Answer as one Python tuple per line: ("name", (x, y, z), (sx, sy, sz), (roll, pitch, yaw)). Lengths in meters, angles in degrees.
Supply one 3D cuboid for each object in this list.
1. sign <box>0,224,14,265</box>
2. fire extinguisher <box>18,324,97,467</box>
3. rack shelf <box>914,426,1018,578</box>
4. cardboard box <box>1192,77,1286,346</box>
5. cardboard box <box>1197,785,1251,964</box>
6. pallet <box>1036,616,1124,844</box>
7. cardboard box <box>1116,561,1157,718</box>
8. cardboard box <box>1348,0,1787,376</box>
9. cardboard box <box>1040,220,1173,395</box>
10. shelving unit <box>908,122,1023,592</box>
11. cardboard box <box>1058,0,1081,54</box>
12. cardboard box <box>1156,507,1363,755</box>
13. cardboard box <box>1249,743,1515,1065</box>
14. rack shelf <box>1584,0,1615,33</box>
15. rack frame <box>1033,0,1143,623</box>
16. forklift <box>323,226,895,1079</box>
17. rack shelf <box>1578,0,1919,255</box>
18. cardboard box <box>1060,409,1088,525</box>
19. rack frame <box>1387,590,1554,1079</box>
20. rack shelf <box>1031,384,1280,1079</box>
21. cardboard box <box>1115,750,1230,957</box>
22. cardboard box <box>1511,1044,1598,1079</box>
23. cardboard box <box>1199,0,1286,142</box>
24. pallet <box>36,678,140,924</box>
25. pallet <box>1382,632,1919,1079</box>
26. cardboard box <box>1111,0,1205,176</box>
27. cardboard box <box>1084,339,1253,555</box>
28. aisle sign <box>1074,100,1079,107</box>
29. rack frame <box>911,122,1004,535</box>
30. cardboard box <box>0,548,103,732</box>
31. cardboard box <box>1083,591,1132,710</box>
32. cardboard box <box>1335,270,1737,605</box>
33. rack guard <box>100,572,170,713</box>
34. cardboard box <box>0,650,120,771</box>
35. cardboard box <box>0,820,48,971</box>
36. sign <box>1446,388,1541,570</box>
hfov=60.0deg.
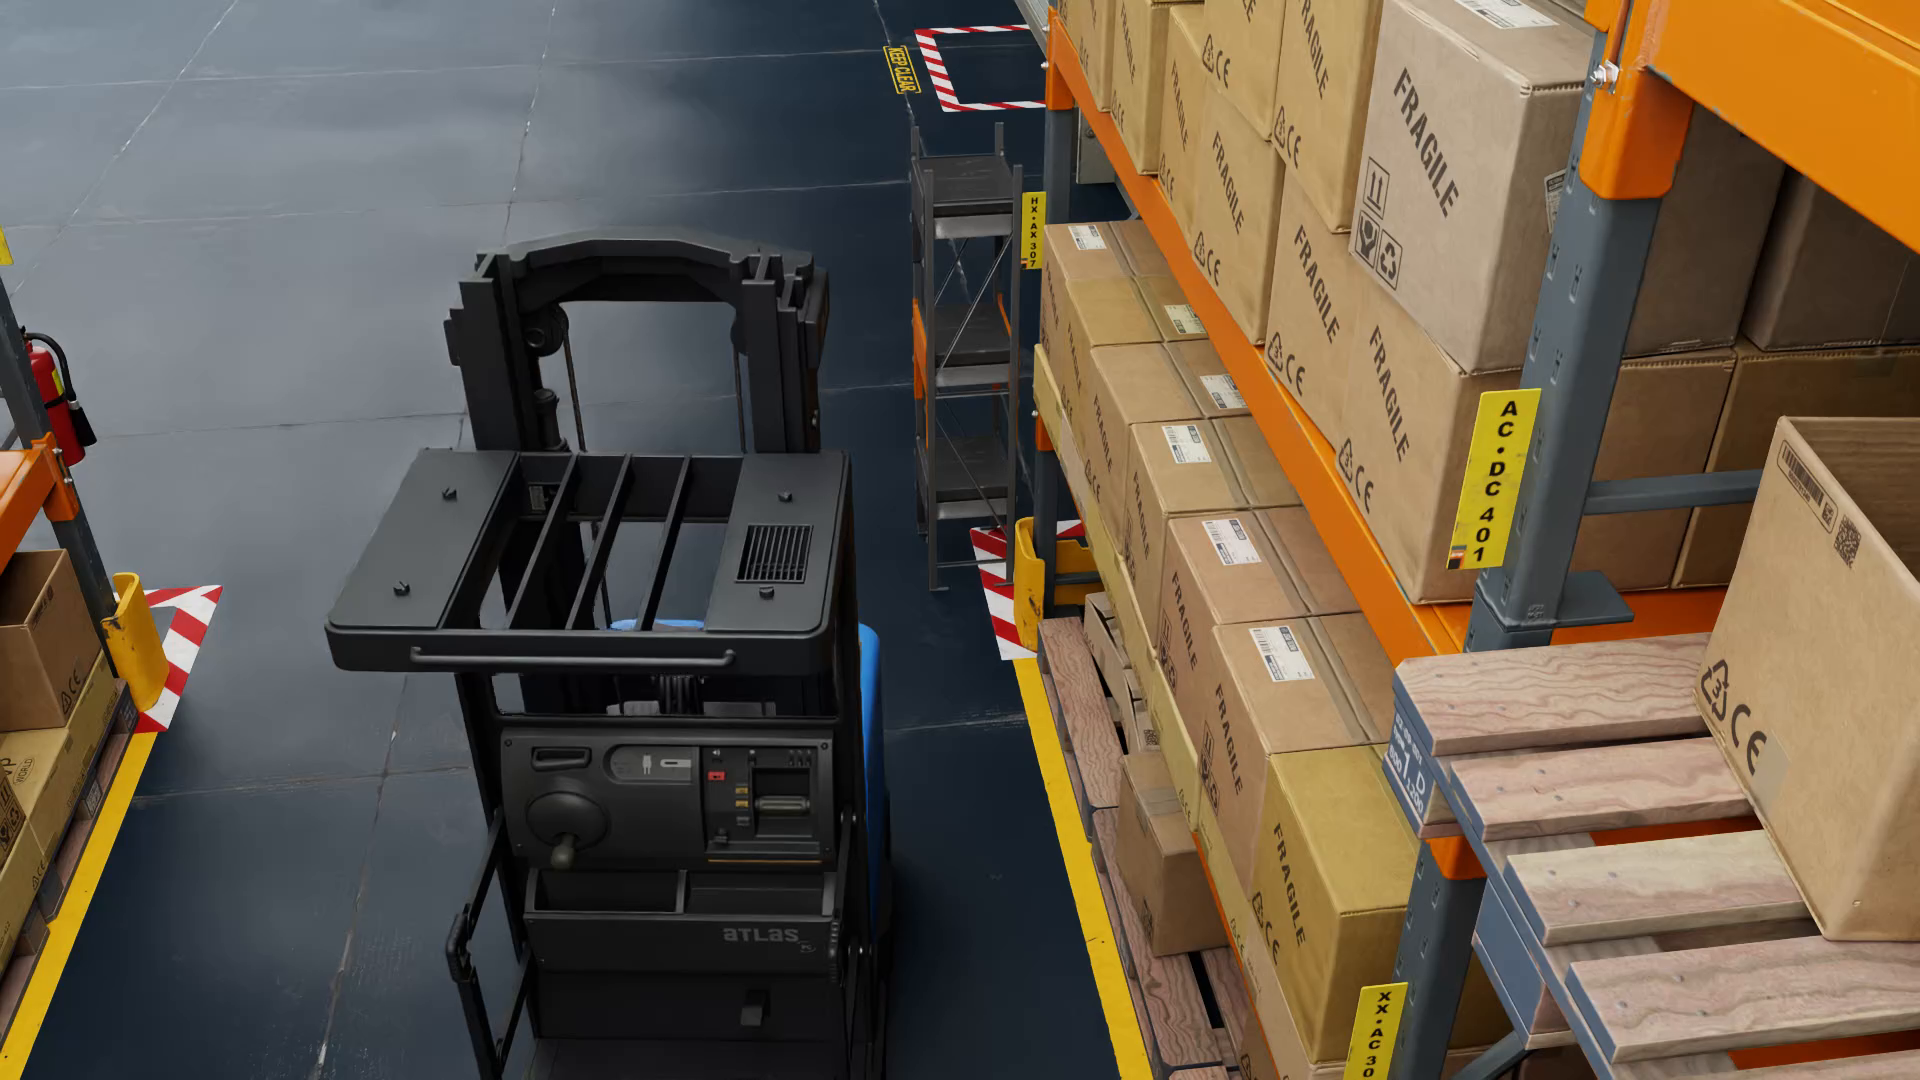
("sign", (-3.536, -1.147, 6.031), (0.100, 0.325, 0.005), (-4, 35, -6))
("fire extinguisher", (-3.631, -0.607, 6.545), (0.296, 0.674, 0.183), (-4, 35, -6))
("rack shelf", (0.022, -0.186, 7.925), (0.431, 0.518, 0.480), (-4, 35, -6))
("cardboard box", (0.891, -0.824, 4.026), (0.500, 0.500, 0.500), (-6, 35, -8))
("cardboard box", (0.948, 0.851, 4.453), (0.500, 0.250, 0.500), (-4, 35, -6))
("pallet", (0.917, 0.736, 6.982), (1.003, 0.211, 1.213), (-4, 35, -6))
("cardboard box", (0.796, 0.291, 5.275), (0.500, 0.250, 0.500), (-4, 34, -6))
("cardboard box", (1.035, -0.644, 2.873), (0.500, 0.500, 0.500), (-7, 35, -10))
("cardboard box", (0.599, -0.882, 6.330), (0.500, 0.500, 0.500), (-4, 35, -6))
("shelving unit", (0.022, -0.775, 7.523), (0.431, 2.100, 0.503), (-4, 35, -6))
("cardboard box", (0.630, -1.998, 5.748), (0.500, 0.500, 0.500), (-4, 34, -5))
("cardboard box", (0.871, 0.261, 4.653), (0.500, 0.500, 0.500), (-5, 35, -8))
("cardboard box", (1.001, 0.821, 3.831), (0.500, 0.500, 0.500), (-4, 35, -6))
("rack shelf", (1.102, -1.979, 3.805), (1.077, 0.370, 4.000), (-4, 35, -6))
("rack frame", (0.833, -0.915, 6.929), (1.000, 3.000, 0.127), (-4, 35, -6))
("forklift", (-0.819, 0.789, 4.490), (1.130, 2.935, 3.031), (1, 34, 1))
("rack shelf", (1.640, 0.417, 0.641), (1.077, 0.370, 4.000), (-4, 35, -6))
("cardboard box", (0.668, -0.276, 6.107), (0.500, 0.250, 0.500), (-5, 35, -8))
("rack frame", (1.371, 1.317, 3.653), (1.000, 3.000, 0.127), (-4, 35, -6))
("rack shelf", (1.102, 0.499, 5.493), (1.077, 0.370, 4.000), (-4, 35, -6))
("cardboard box", (0.963, 1.061, 5.859), (0.700, 0.500, 0.500), (-6, 35, -9))
("cardboard box", (1.520, 1.093, 4.098), (0.500, 0.250, 0.500), (-4, 34, -6))
("cardboard box", (0.870, -1.240, 3.747), (0.500, 0.500, 0.500), (-6, 35, -8))
("pallet", (-3.931, 1.038, 6.539), (1.003, 0.211, 1.213), (-4, 35, -6))
("pallet", (1.348, 0.508, 2.344), (1.213, 0.211, 1.003), (-4, 35, -6))
("cardboard box", (0.741, -1.406, 4.880), (0.500, 0.500, 0.500), (-3, 34, -4))
("cardboard box", (0.719, -0.316, 5.500), (0.500, 0.500, 0.500), (-5, 35, -8))
("aisle sign", (0.526, -2.006, 6.222), (0.394, 0.787, 0.004), (-4, 35, -6))
("rack frame", (-0.011, -0.912, 7.723), (0.400, 2.100, 0.015), (-4, 35, -6))
("cardboard box", (-3.708, 0.392, 6.414), (0.500, 0.500, 0.500), (-4, 35, -6))
("cardboard box", (0.837, 0.408, 6.985), (0.500, 0.311, 0.500), (-8, 35, -12))
("cardboard box", (1.058, -0.236, 3.163), (0.500, 0.500, 0.500), (-3, 34, -5))
("rack guard", (-4.078, 0.482, 7.099), (1.175, 0.500, 0.348), (-4, 35, -6))
("cardboard box", (-3.710, 0.702, 6.625), (0.500, 0.250, 0.500), (-4, 35, -6))
("cardboard box", (-3.562, 1.259, 5.807), (0.500, 0.250, 0.500), (-4, 35, -6))
("sign", (0.834, -0.090, 2.596), (0.100, 0.325, 0.005), (-4, 35, -6))
